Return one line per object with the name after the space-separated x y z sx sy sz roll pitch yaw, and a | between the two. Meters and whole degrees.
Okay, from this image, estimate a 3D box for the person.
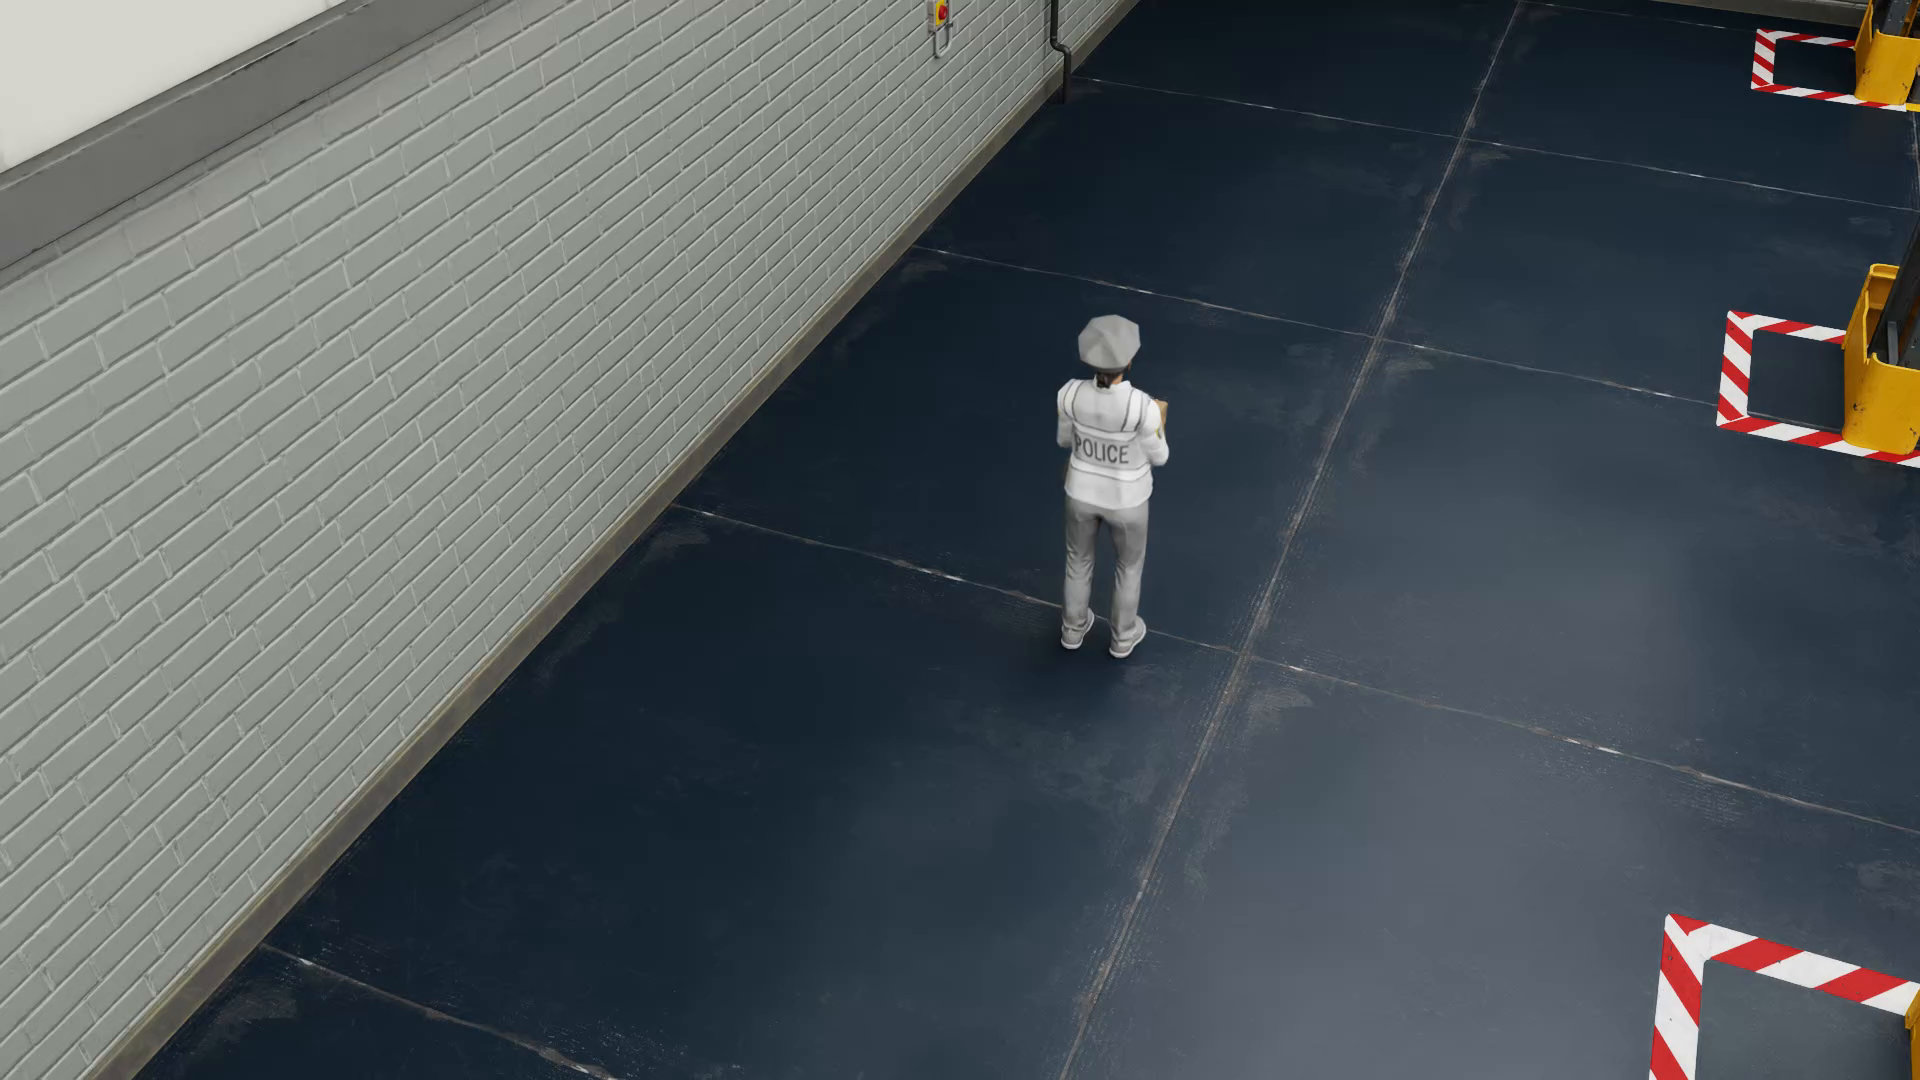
0.650 -0.242 7.105 0.479 1.692 0.529 14 40 17 | person
